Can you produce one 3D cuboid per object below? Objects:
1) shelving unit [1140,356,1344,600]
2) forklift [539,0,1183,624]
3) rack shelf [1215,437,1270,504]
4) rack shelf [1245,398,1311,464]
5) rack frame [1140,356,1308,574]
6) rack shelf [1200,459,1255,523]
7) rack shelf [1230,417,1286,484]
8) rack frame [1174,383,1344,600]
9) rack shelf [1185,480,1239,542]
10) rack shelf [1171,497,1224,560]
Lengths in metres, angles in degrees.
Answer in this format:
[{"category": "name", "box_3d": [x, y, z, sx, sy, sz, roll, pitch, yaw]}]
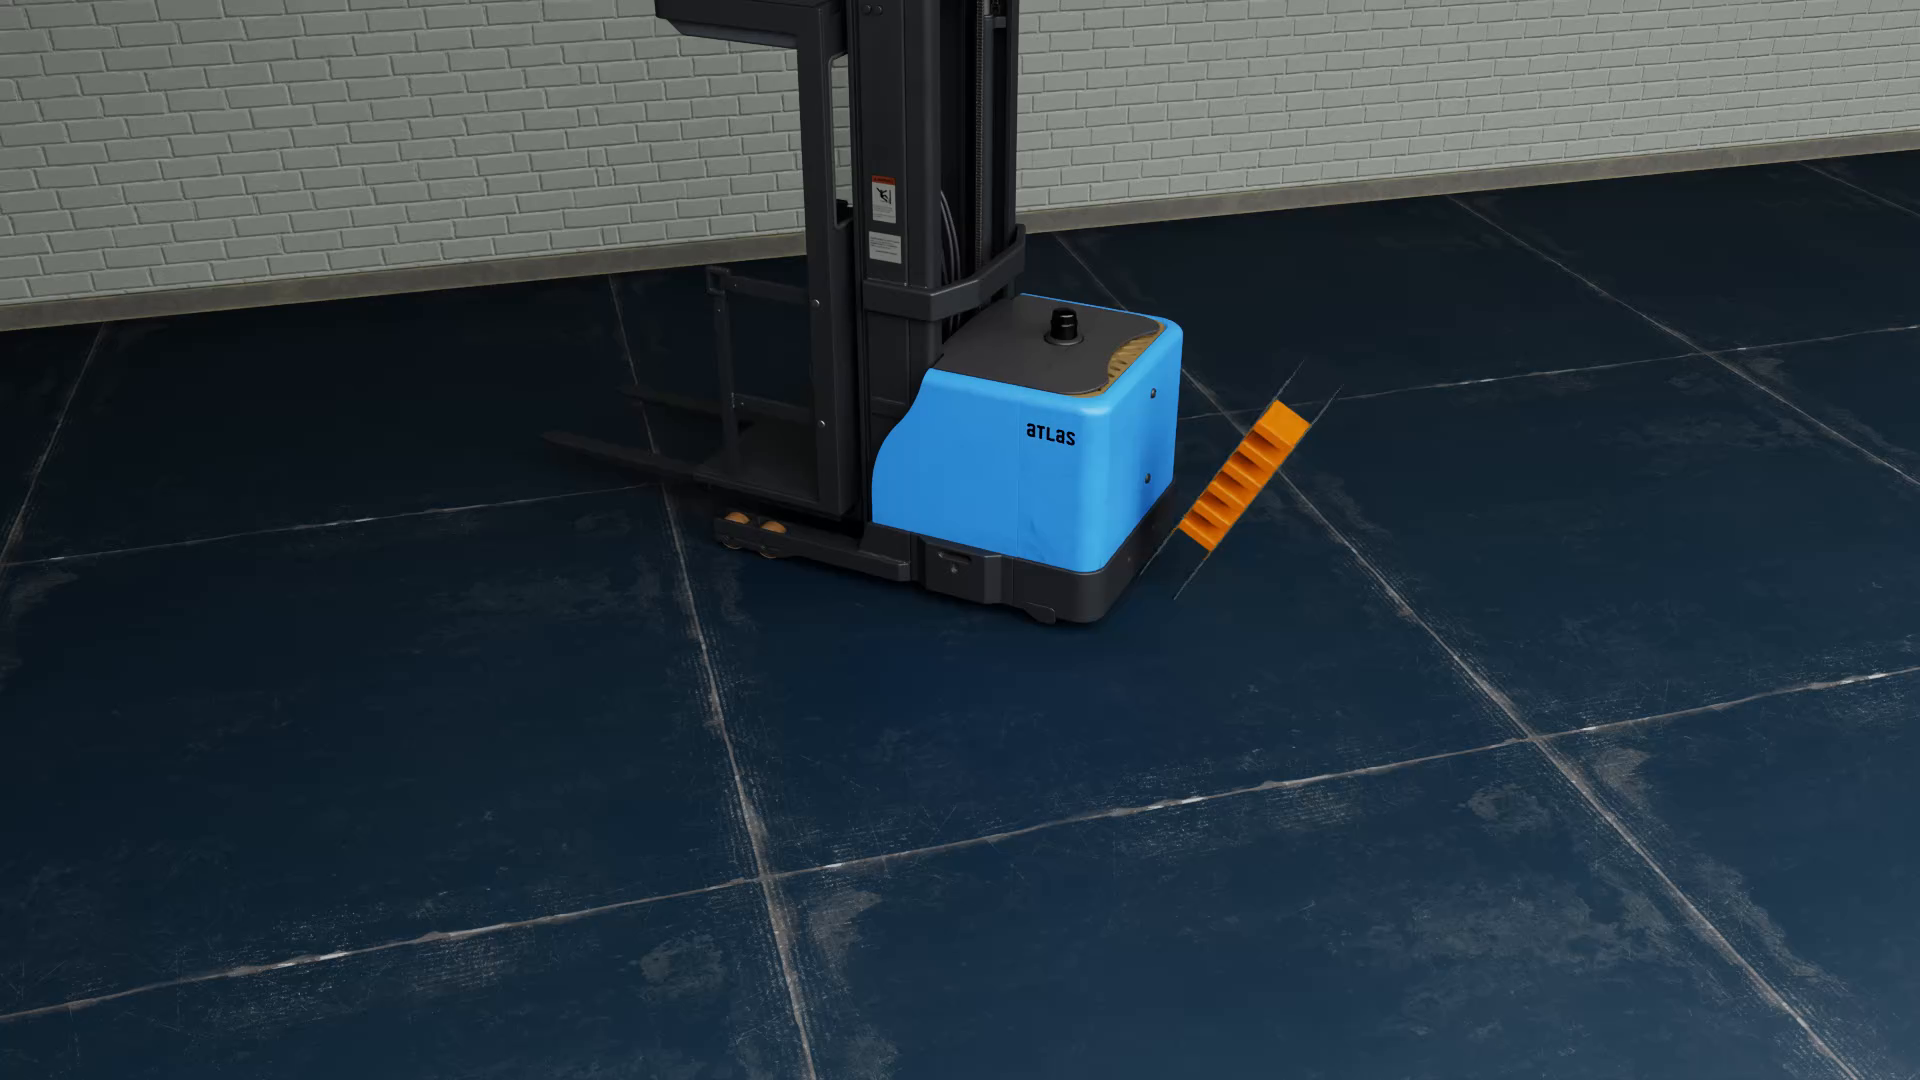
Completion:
[{"category": "shelving unit", "box_3d": [1.174, -0.243, 7.021, 0.189, 1.200, 0.258, 38, 39, 6]}, {"category": "forklift", "box_3d": [-0.567, -1.407, 7.254, 3.031, 2.935, 1.130, 14, 33, 22]}, {"category": "rack shelf", "box_3d": [1.206, -0.293, 6.974, 0.180, 0.103, 0.258, 38, 39, 6]}, {"category": "rack shelf", "box_3d": [1.307, -0.450, 6.824, 0.180, 0.103, 0.258, 38, 39, 6]}, {"category": "rack frame", "box_3d": [1.102, -0.299, 7.030, 0.006, 1.200, 0.240, 38, 39, 6]}, {"category": "rack shelf", "box_3d": [1.155, -0.214, 7.049, 0.180, 0.103, 0.258, 38, 39, 6]}, {"category": "rack shelf", "box_3d": [1.257, -0.371, 6.899, 0.180, 0.103, 0.258, 38, 39, 6]}, {"category": "rack frame", "box_3d": [1.246, -0.188, 7.011, 0.006, 1.200, 0.240, 38, 39, 6]}, {"category": "rack shelf", "box_3d": [1.104, -0.135, 7.124, 0.180, 0.103, 0.258, 38, 39, 6]}, {"category": "rack shelf", "box_3d": [1.054, -0.056, 7.199, 0.180, 0.103, 0.258, 38, 39, 6]}]
